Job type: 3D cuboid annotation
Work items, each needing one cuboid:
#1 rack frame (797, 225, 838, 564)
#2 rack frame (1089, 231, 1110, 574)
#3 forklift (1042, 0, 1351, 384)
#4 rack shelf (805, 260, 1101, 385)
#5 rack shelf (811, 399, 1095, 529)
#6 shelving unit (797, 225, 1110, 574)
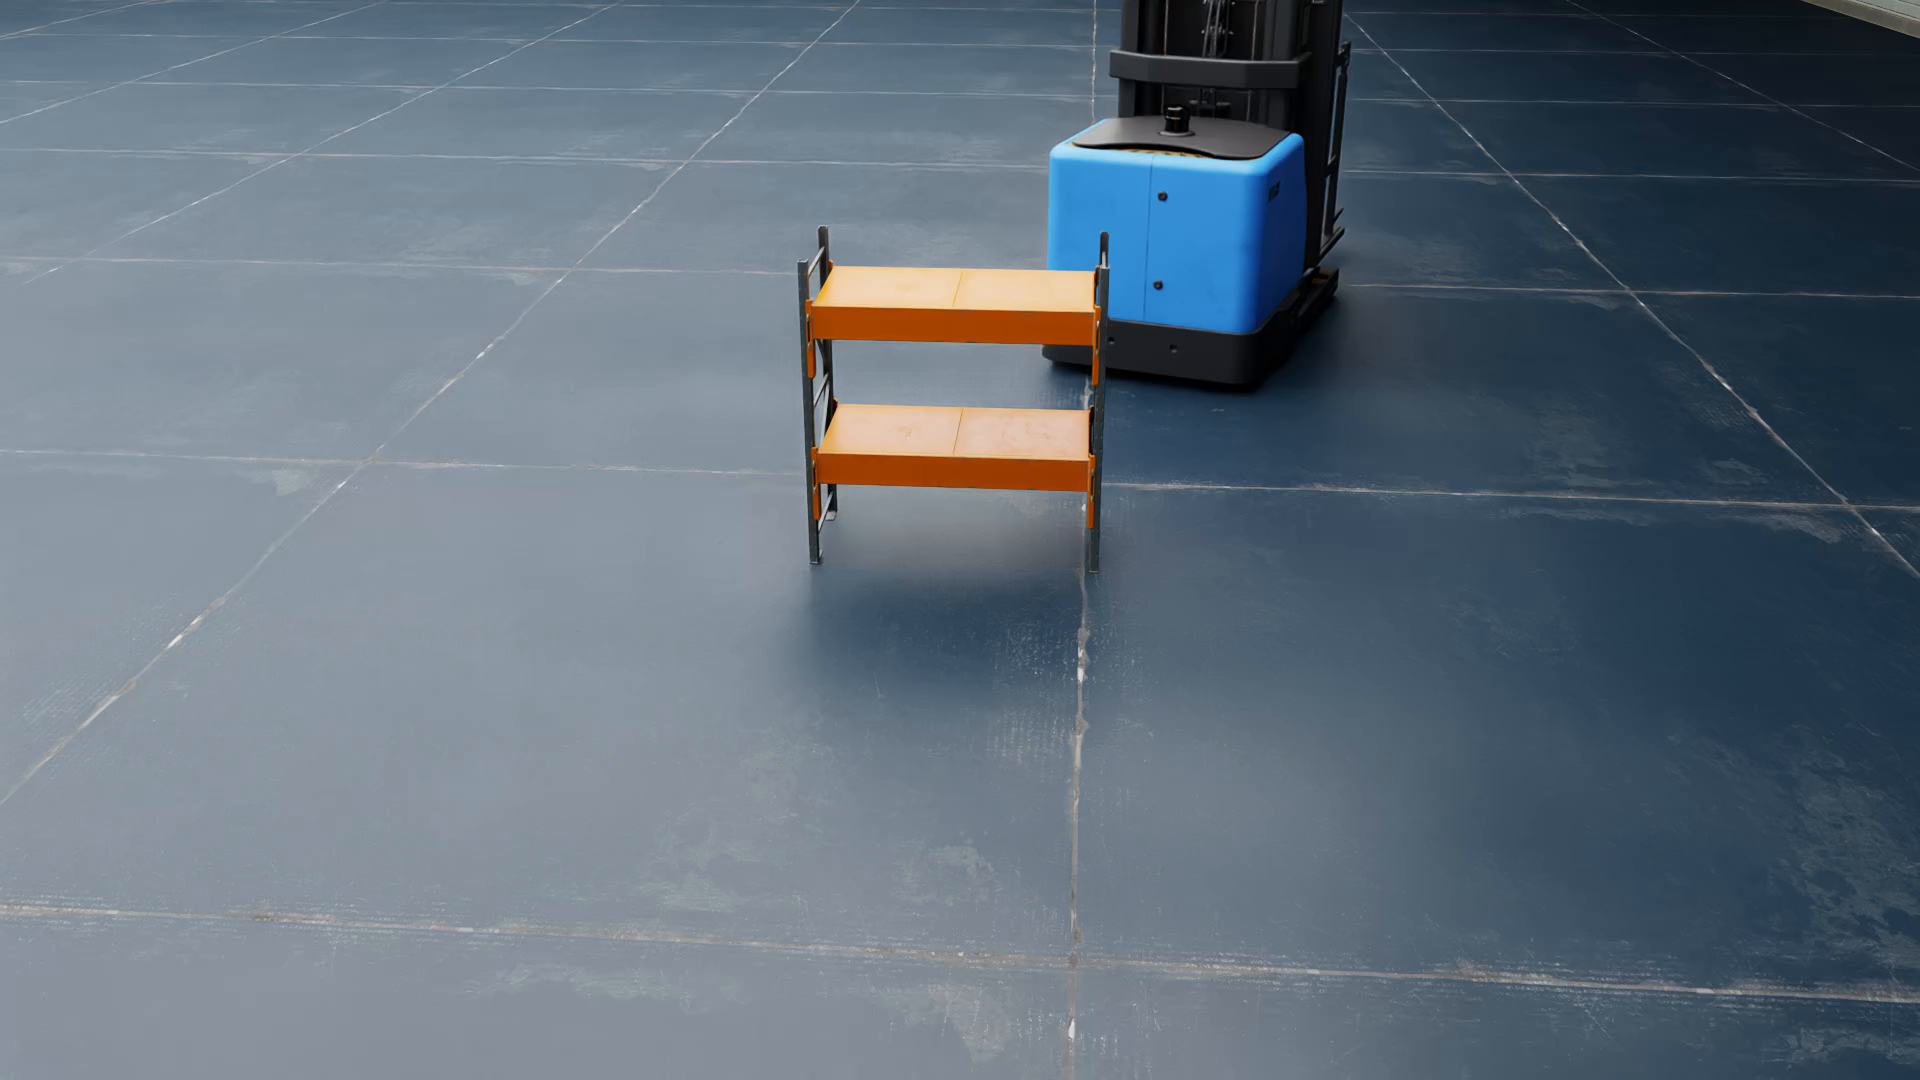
[{"bbox_3d":[-0.514,-0.527,6.051,0.032,1.125,0.500,2,25,4],"label":"rack frame"},{"bbox_3d":[0.500,-0.495,5.980,0.032,1.125,0.500,2,25,4],"label":"rack frame"},{"bbox_3d":[1.433,-2.634,8.469,1.130,2.935,3.031,10,27,21],"label":"forklift"},{"bbox_3d":[-0.007,-0.777,5.893,1.000,0.278,0.538,2,25,4],"label":"rack shelf"},{"bbox_3d":[-0.007,-0.289,6.118,1.000,0.278,0.538,2,25,4],"label":"rack shelf"},{"bbox_3d":[-0.007,-0.511,6.015,1.048,1.125,0.538,2,25,4],"label":"shelving unit"}]
